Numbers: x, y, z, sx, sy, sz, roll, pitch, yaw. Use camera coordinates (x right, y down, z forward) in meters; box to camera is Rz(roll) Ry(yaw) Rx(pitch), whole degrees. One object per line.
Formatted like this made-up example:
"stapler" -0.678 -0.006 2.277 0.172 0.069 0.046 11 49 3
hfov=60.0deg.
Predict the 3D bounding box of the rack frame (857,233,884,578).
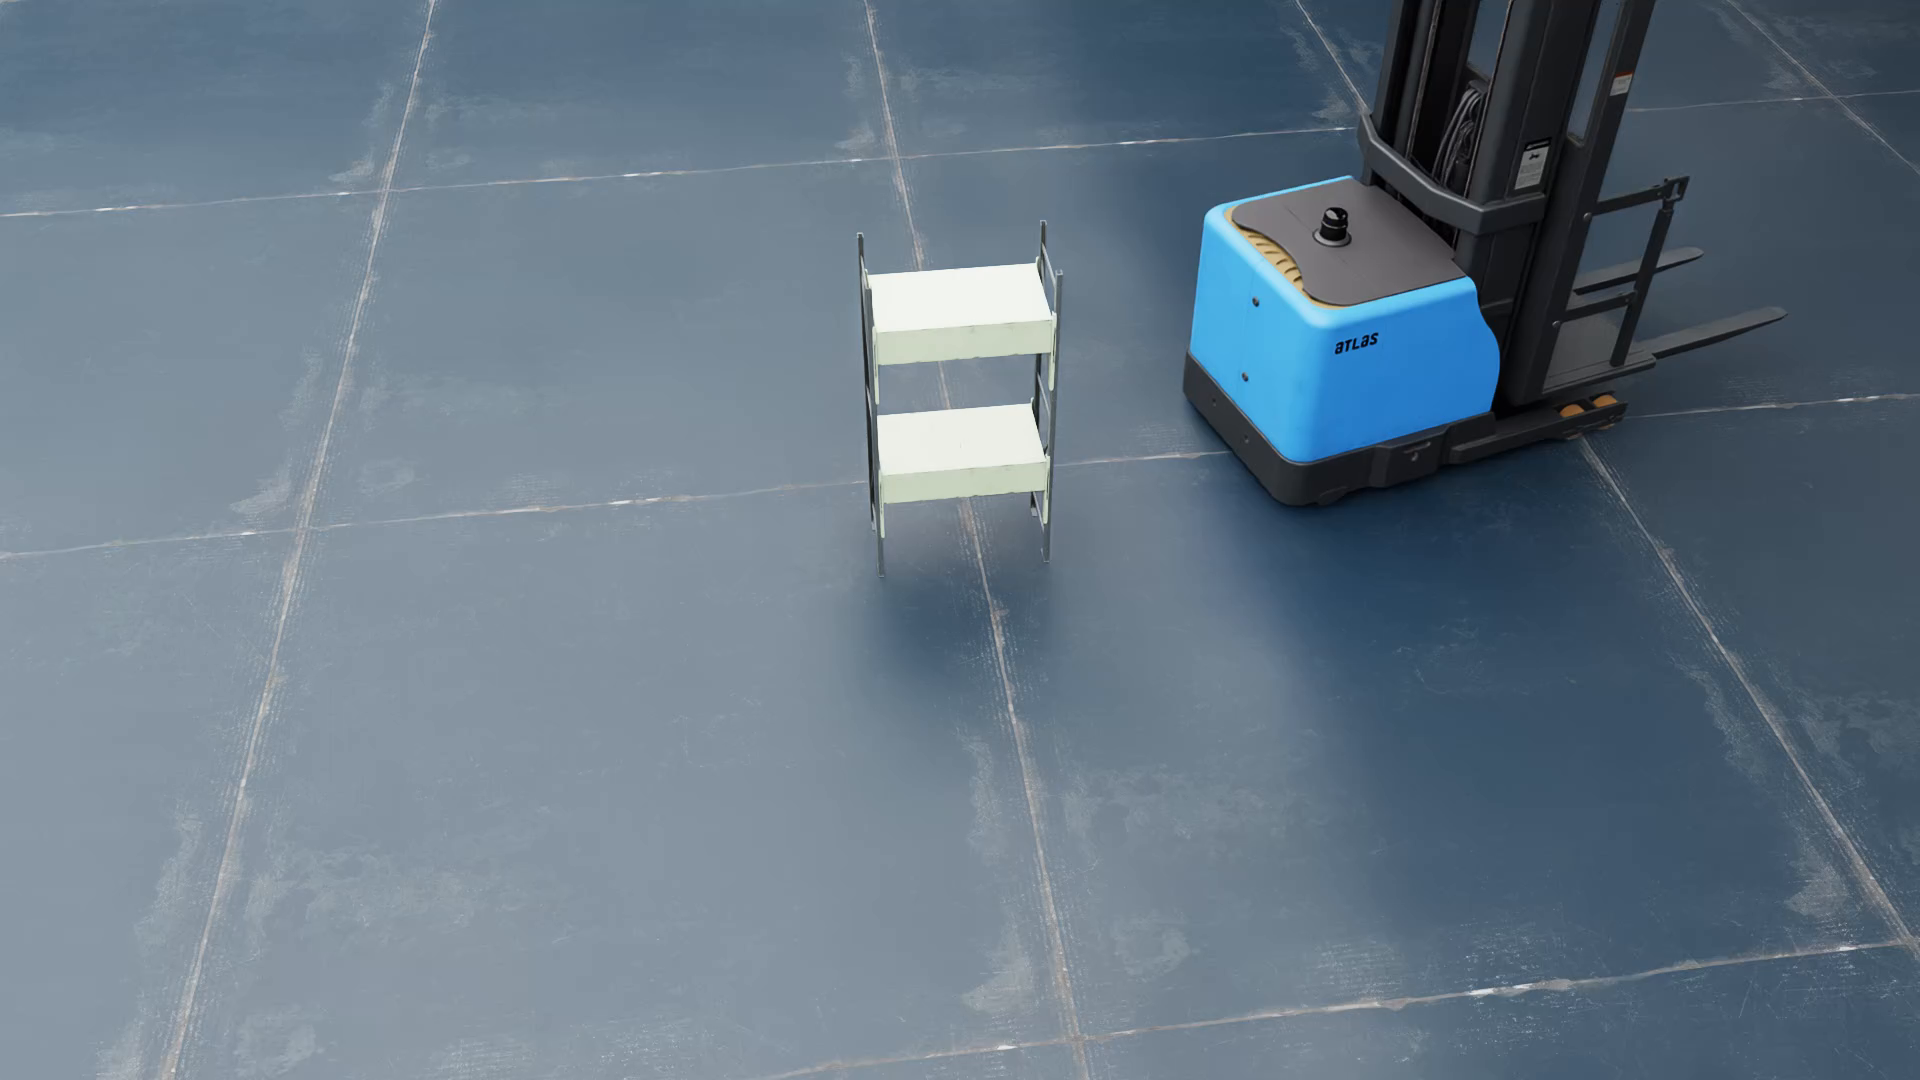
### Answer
"rack frame" -0.370 -0.525 6.927 0.023 1.500 0.400 -5 42 -6

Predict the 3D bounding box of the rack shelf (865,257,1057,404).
"rack shelf" -0.007 -0.846 6.701 0.720 0.370 0.431 -5 42 -6

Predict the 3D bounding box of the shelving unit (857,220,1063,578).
"shelving unit" -0.007 -0.556 6.962 0.755 1.500 0.431 -5 42 -6

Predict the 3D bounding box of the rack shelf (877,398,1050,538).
"rack shelf" -0.007 -0.314 7.181 0.720 0.370 0.431 -5 42 -6

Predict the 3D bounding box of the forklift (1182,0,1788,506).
"forklift" 2.661 -1.883 7.365 3.031 2.935 1.130 -16 44 -17

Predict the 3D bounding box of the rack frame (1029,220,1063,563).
"rack frame" 0.356 -0.588 6.997 0.023 1.500 0.400 -5 42 -6
